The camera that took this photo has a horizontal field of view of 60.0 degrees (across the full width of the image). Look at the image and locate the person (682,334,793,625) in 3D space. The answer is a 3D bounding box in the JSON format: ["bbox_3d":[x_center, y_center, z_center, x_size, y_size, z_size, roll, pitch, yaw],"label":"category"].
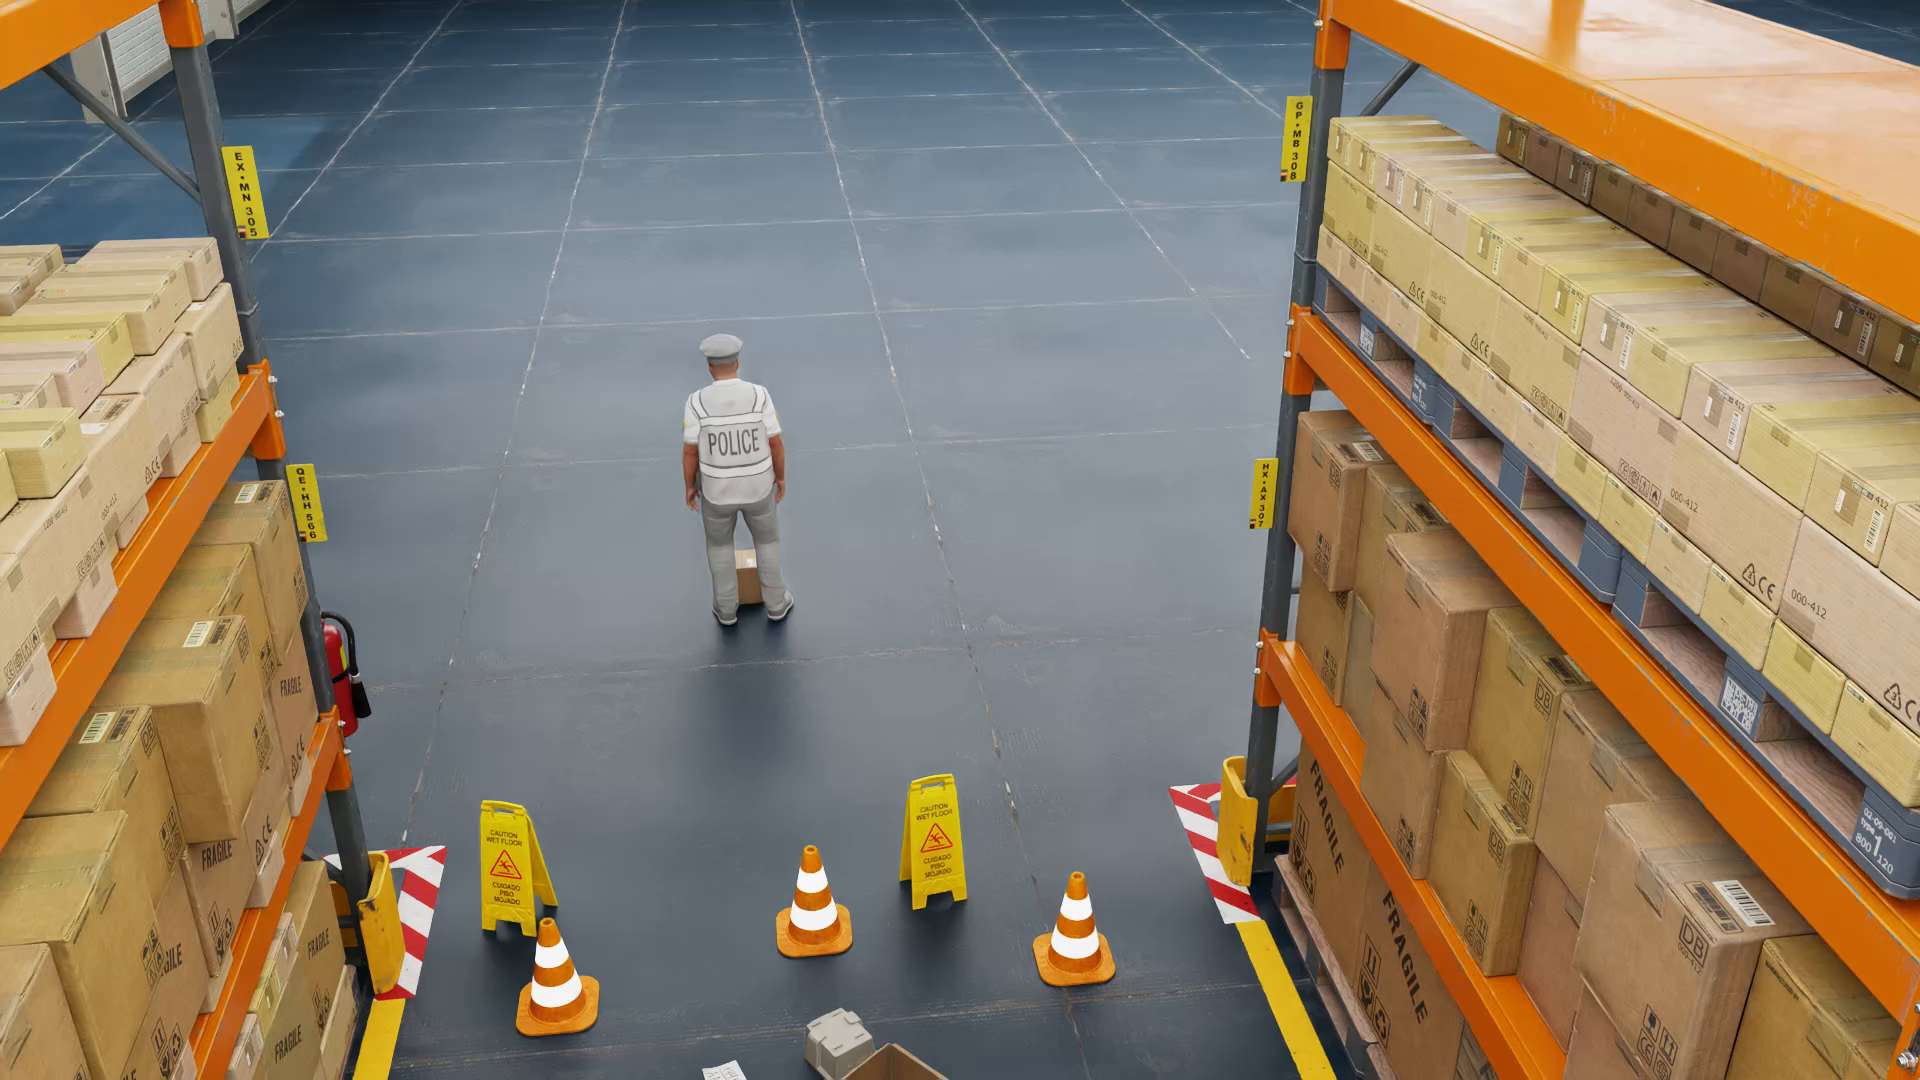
[{"bbox_3d":[-1.303,-0.317,9.713,0.606,1.750,0.431,-5,27,-10],"label":"person"}]
